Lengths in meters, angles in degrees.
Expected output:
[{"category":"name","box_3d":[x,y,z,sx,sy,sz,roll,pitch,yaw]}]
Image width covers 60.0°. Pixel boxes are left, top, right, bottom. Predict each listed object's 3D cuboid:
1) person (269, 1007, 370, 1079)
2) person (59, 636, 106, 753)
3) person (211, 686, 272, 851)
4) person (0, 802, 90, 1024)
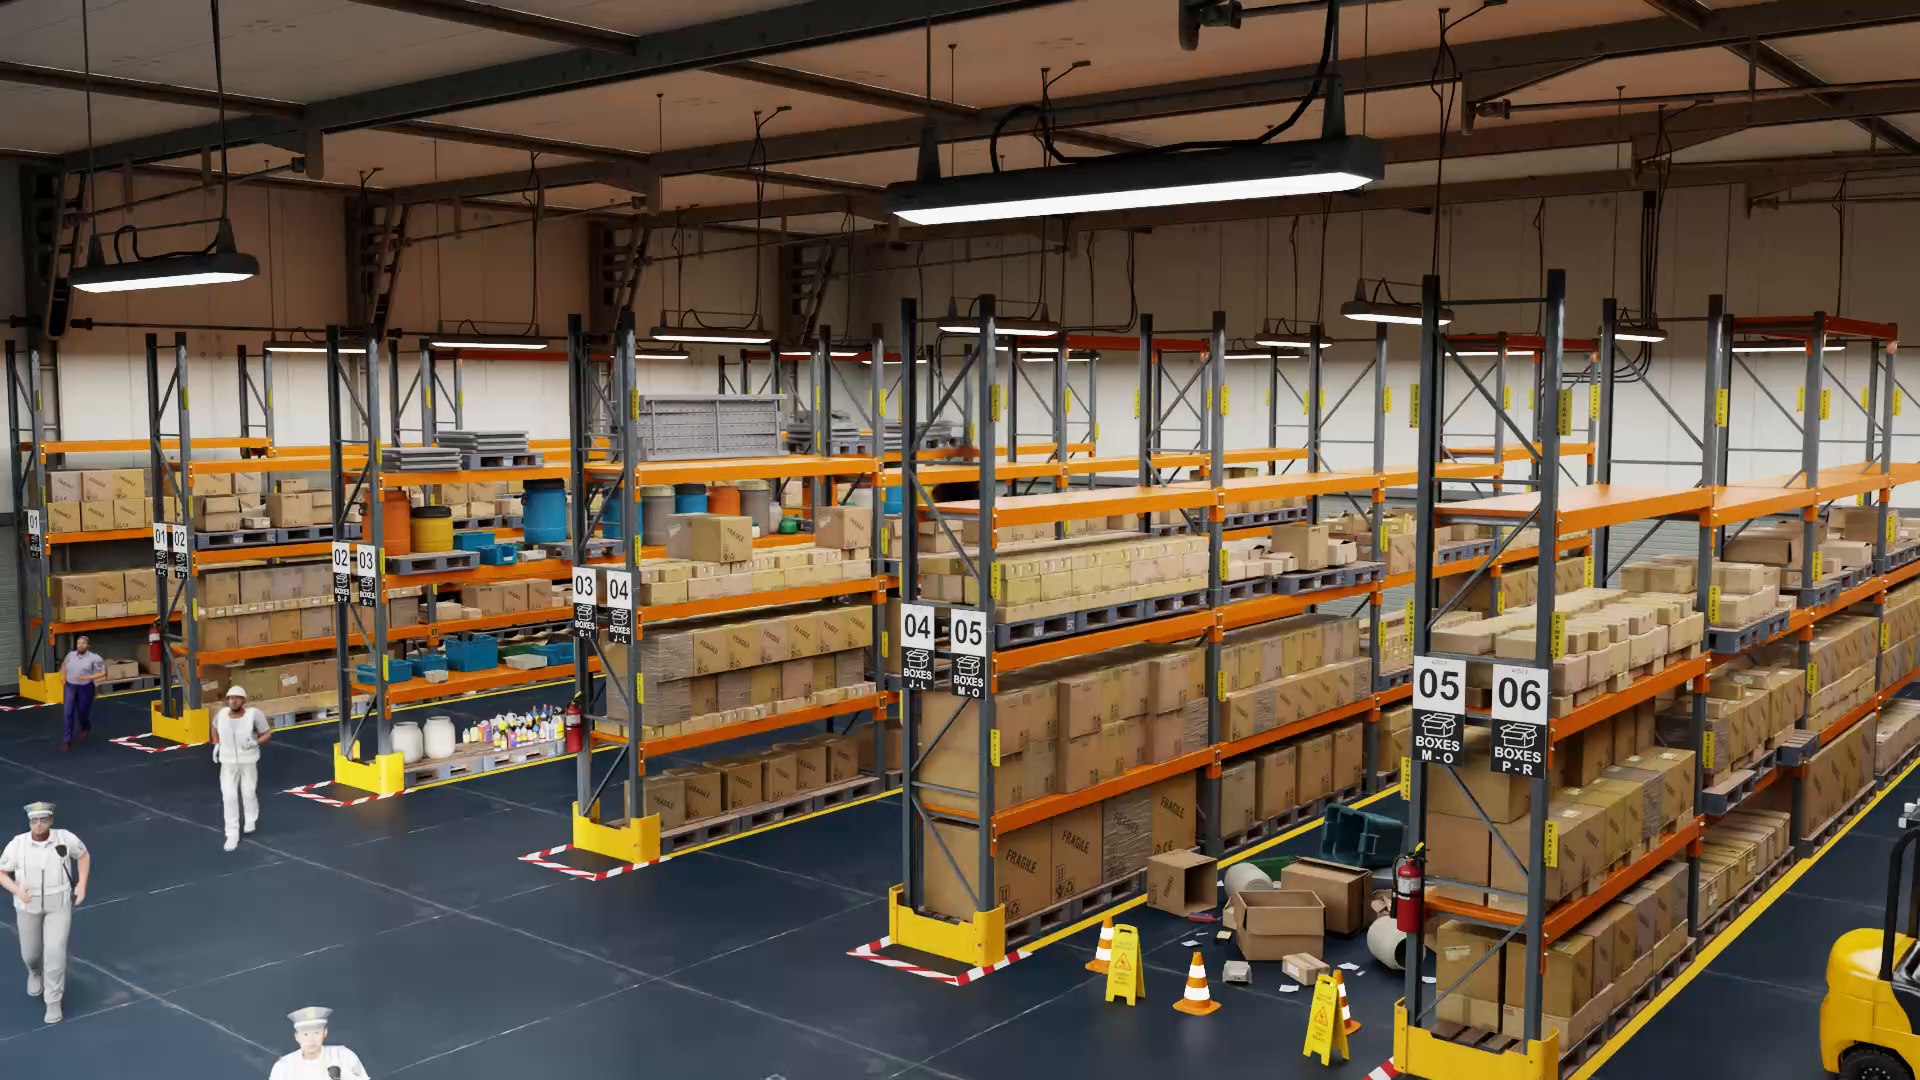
[{"category":"person","box_3d":[-3.724,3.480,9.576,0.532,1.651,0.539,-2,5,-17]},{"category":"person","box_3d":[-12.715,2.207,24.135,0.634,1.637,0.871,-1,5,-11]},{"category":"person","box_3d":[-8.230,2.560,19.047,0.668,1.818,0.859,-1,5,-16]},{"category":"person","box_3d":[-7.635,3.041,13.883,0.687,1.794,0.839,-3,6,-27]}]
